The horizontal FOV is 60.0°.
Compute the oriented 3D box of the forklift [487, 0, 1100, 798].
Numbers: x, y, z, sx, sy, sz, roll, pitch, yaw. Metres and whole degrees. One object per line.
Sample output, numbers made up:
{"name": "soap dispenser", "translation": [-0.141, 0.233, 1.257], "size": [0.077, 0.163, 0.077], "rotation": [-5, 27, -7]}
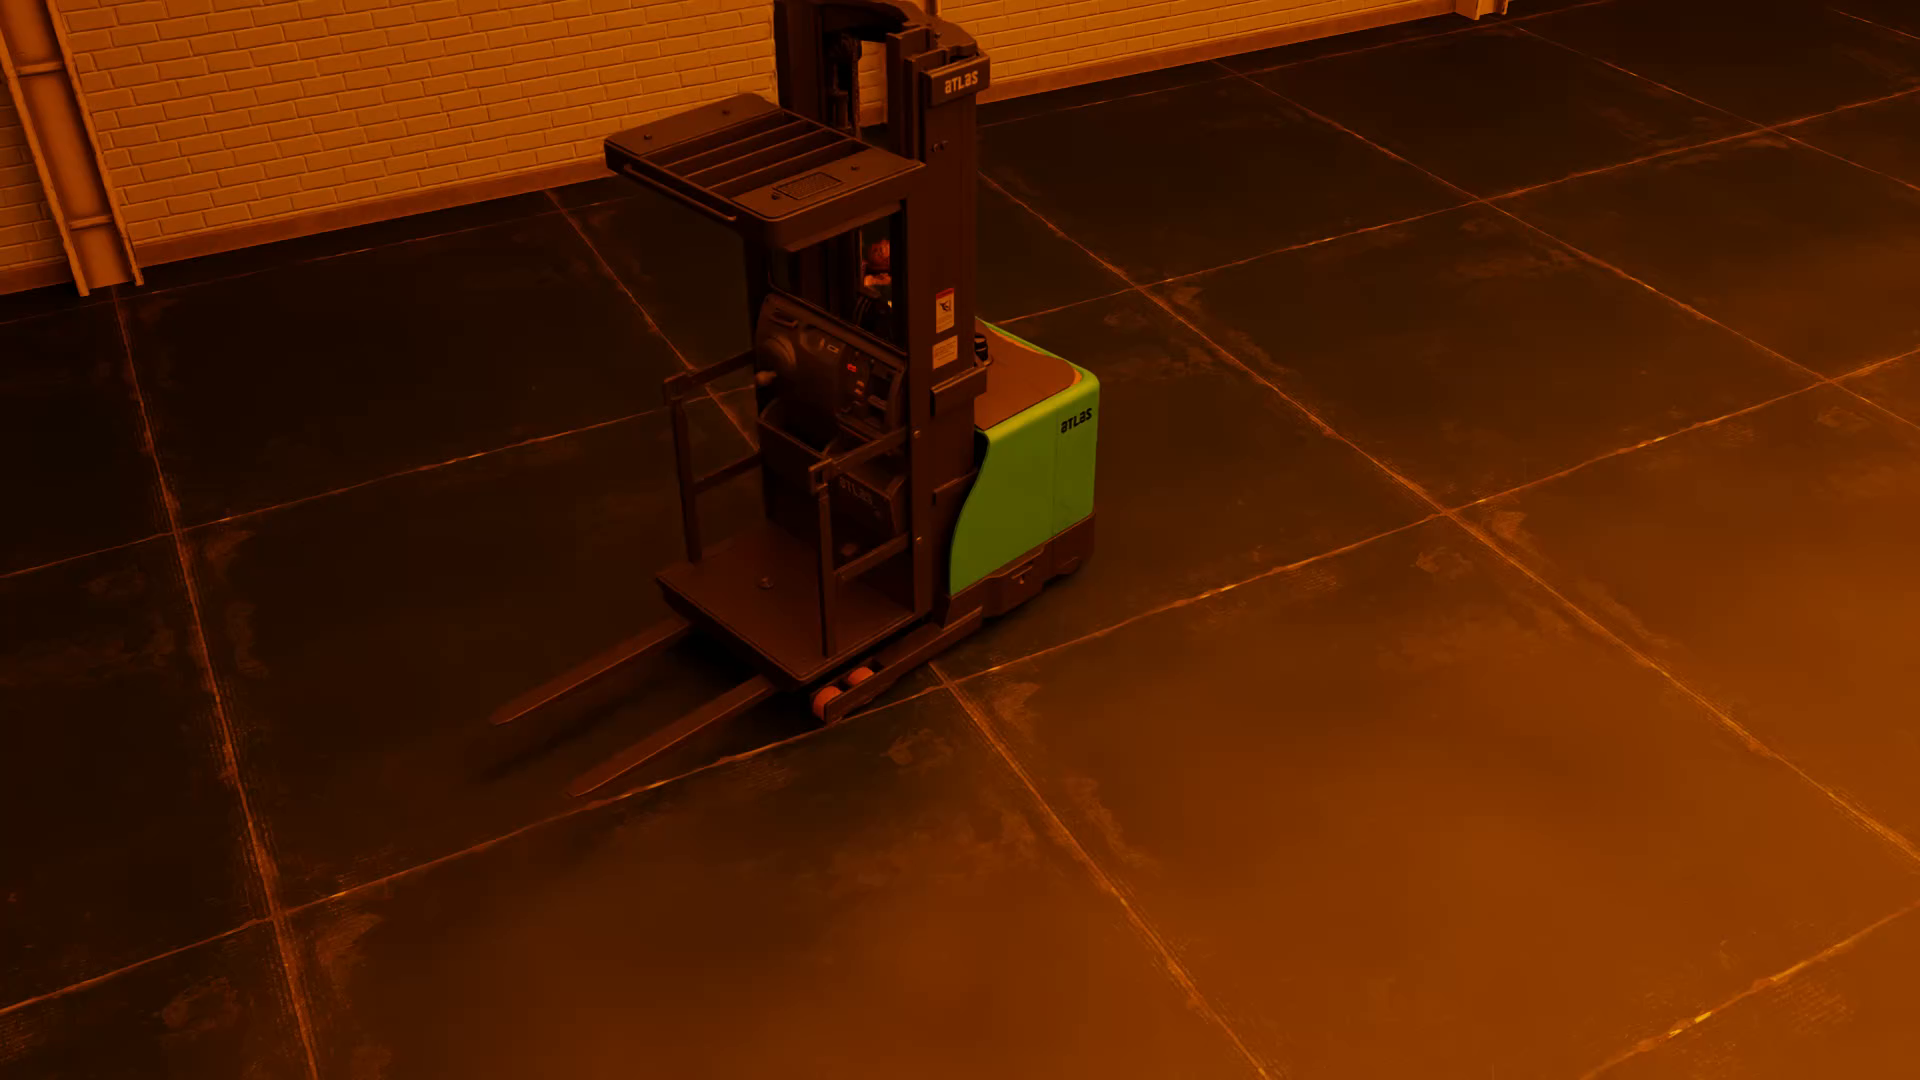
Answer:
{"name": "forklift", "translation": [-0.725, -0.709, 7.126], "size": [3.031, 2.935, 1.130], "rotation": [-29, 45, -35]}

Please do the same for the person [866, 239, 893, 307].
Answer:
{"name": "person", "translation": [-0.463, -1.057, 9.021], "size": [0.675, 1.360, 1.288], "rotation": [-10, 37, -14]}
